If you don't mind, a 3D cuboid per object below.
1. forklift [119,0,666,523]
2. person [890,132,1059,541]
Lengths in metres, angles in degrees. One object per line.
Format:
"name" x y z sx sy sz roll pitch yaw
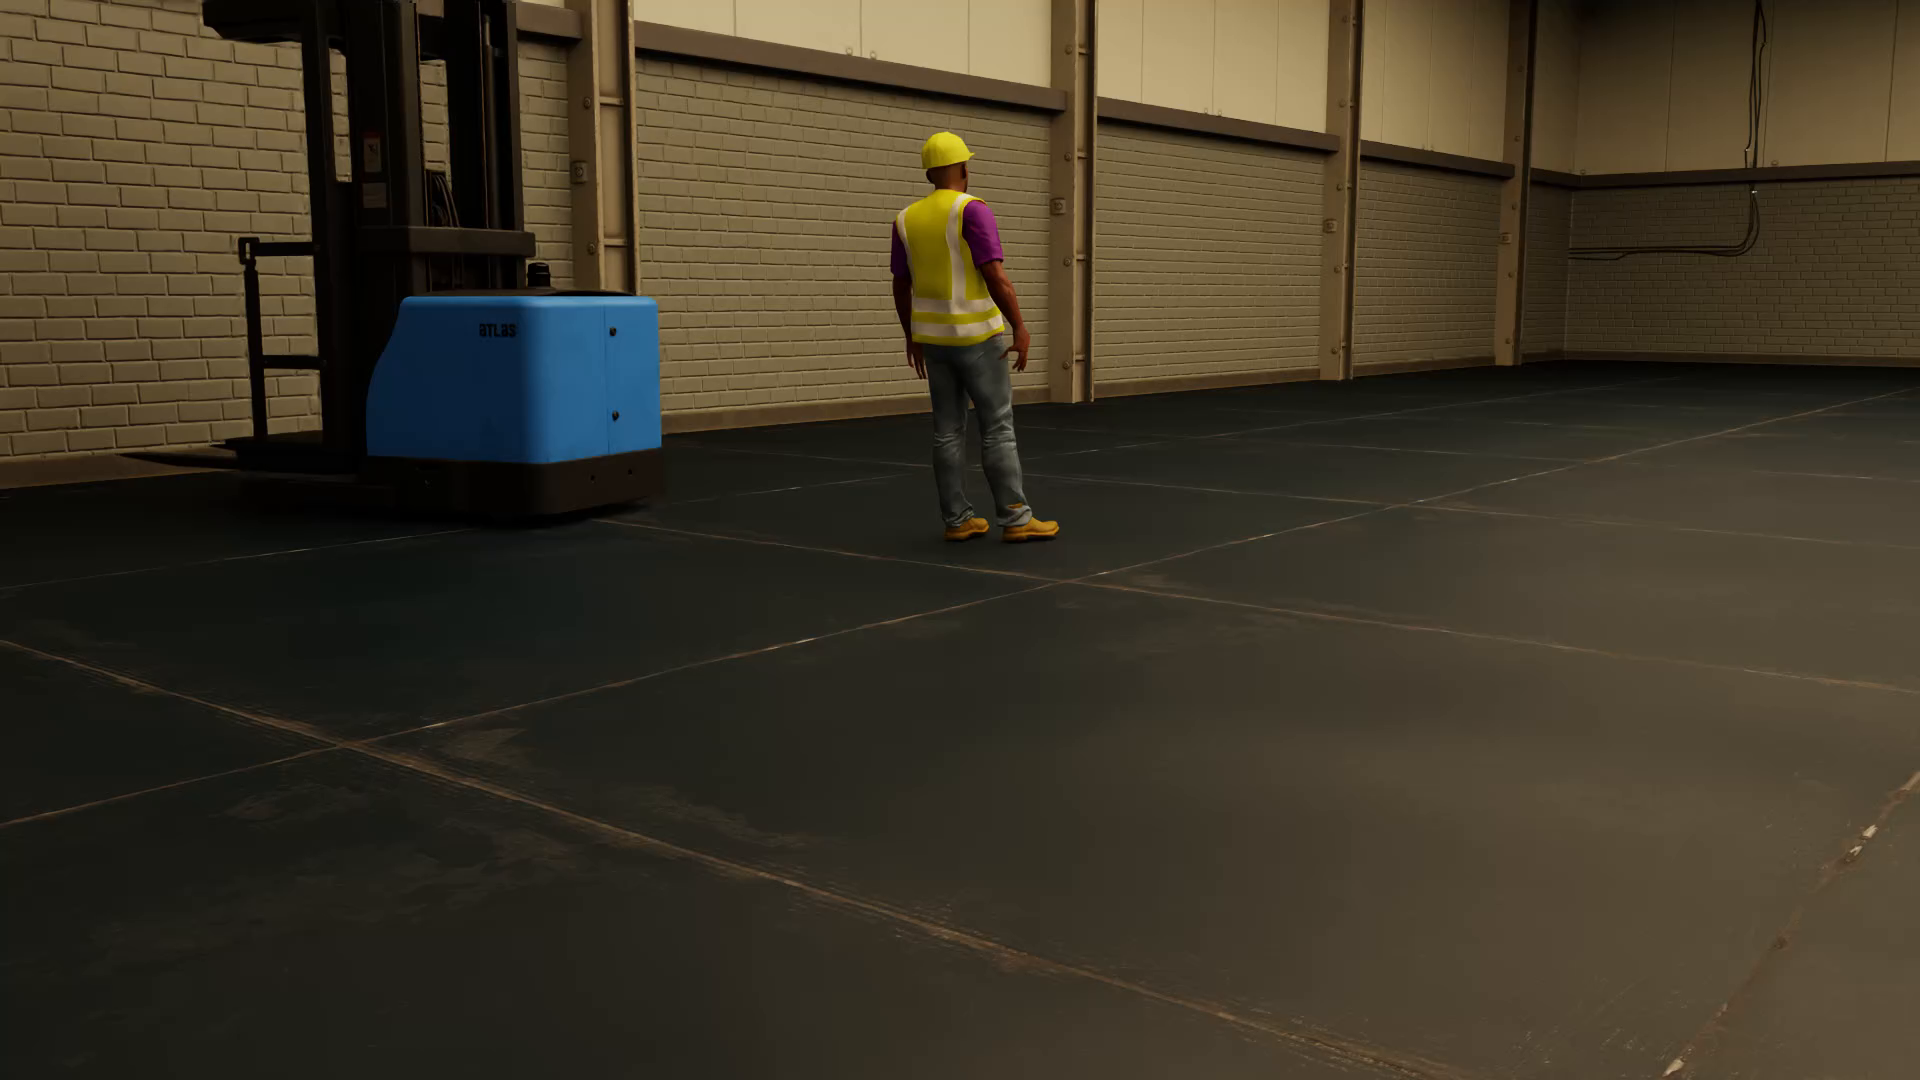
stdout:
"forklift" -3.070 -1.648 8.544 3.031 2.935 1.130 4 9 25
"person" 0.049 -0.889 7.326 0.665 1.768 0.575 7 11 38
